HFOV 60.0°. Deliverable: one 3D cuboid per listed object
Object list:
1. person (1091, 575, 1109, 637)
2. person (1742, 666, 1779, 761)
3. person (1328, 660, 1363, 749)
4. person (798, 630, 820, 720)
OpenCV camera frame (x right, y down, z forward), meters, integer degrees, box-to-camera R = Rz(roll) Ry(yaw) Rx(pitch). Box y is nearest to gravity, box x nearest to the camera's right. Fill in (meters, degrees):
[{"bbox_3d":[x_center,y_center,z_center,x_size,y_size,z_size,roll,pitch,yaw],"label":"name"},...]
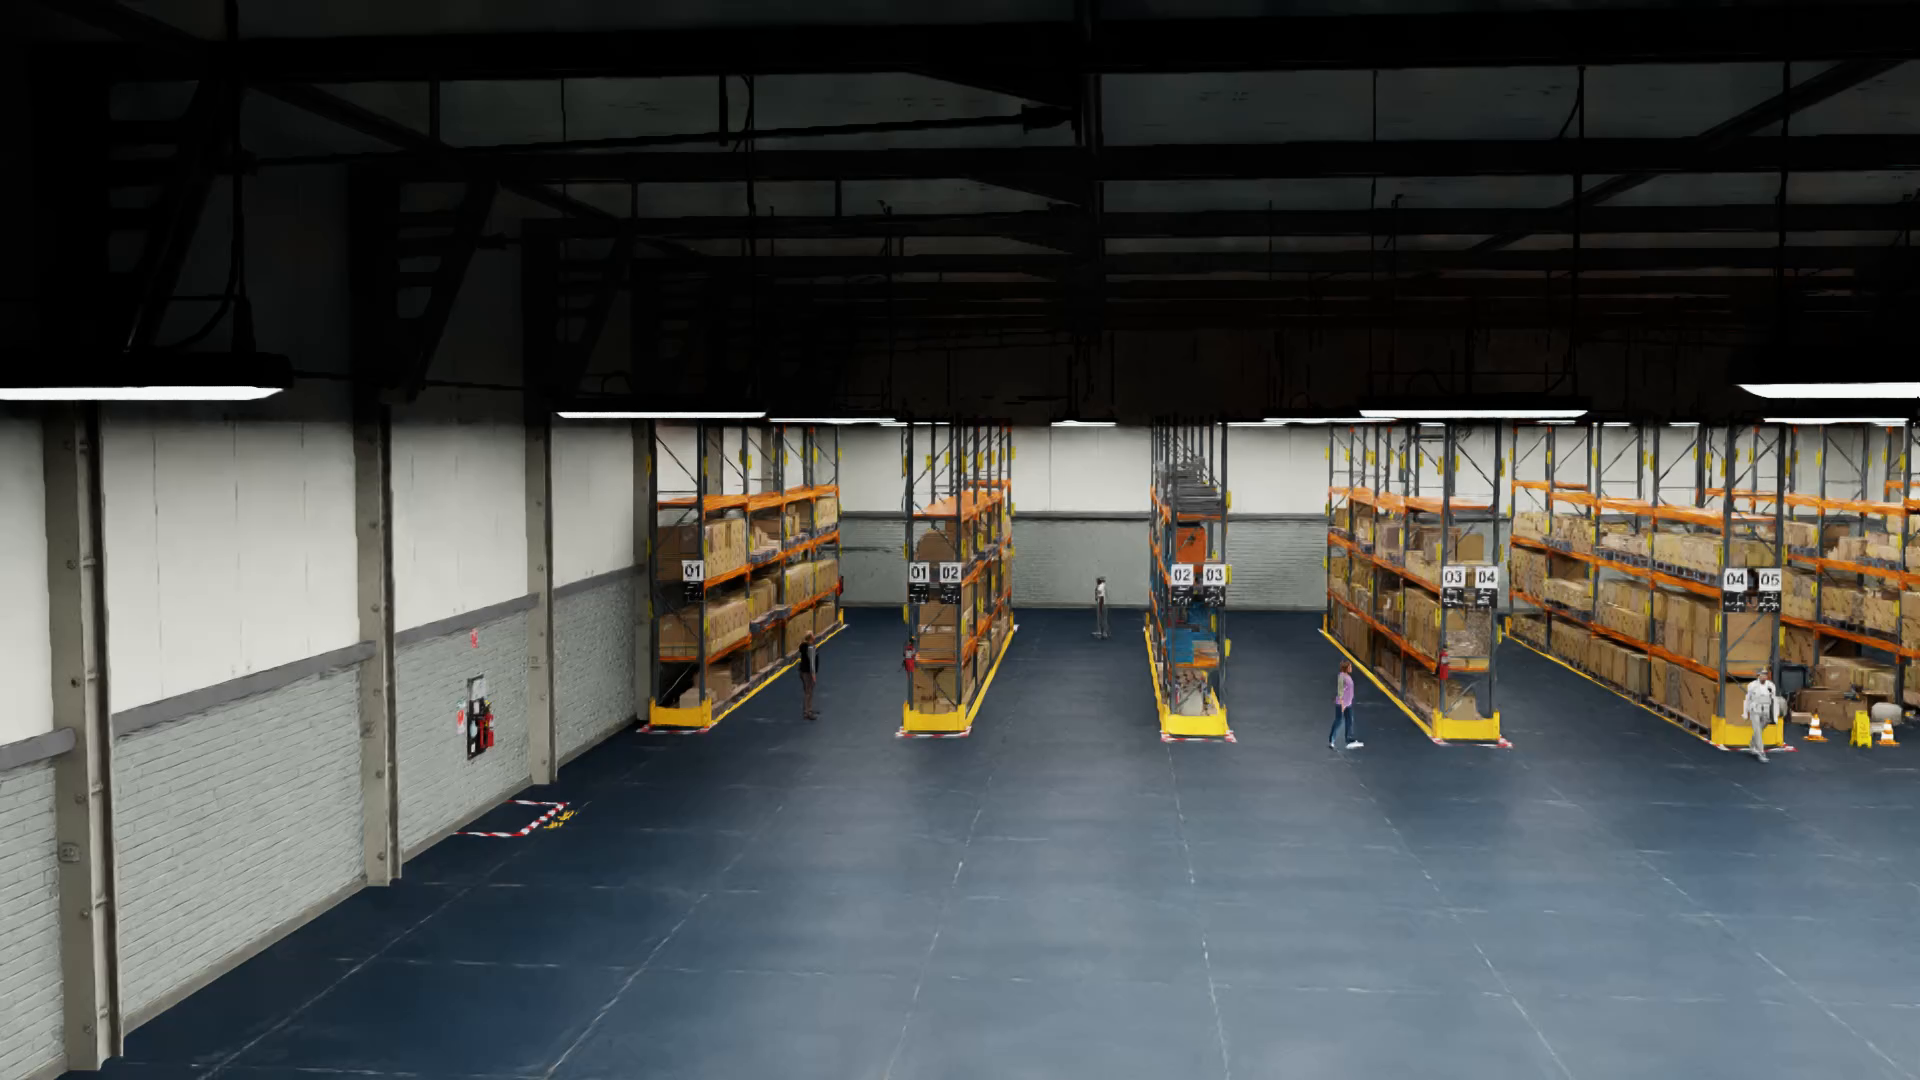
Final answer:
[{"bbox_3d":[3.856,1.794,45.746,0.498,1.675,0.630,0,4,6],"label":"person"},{"bbox_3d":[13.850,2.969,28.719,0.502,1.624,0.997,0,4,4],"label":"person"},{"bbox_3d":[6.856,2.921,29.630,0.492,1.589,0.623,3,5,36],"label":"person"},{"bbox_3d":[-2.935,2.638,32.778,0.463,1.732,0.601,-2,4,-24],"label":"person"}]
